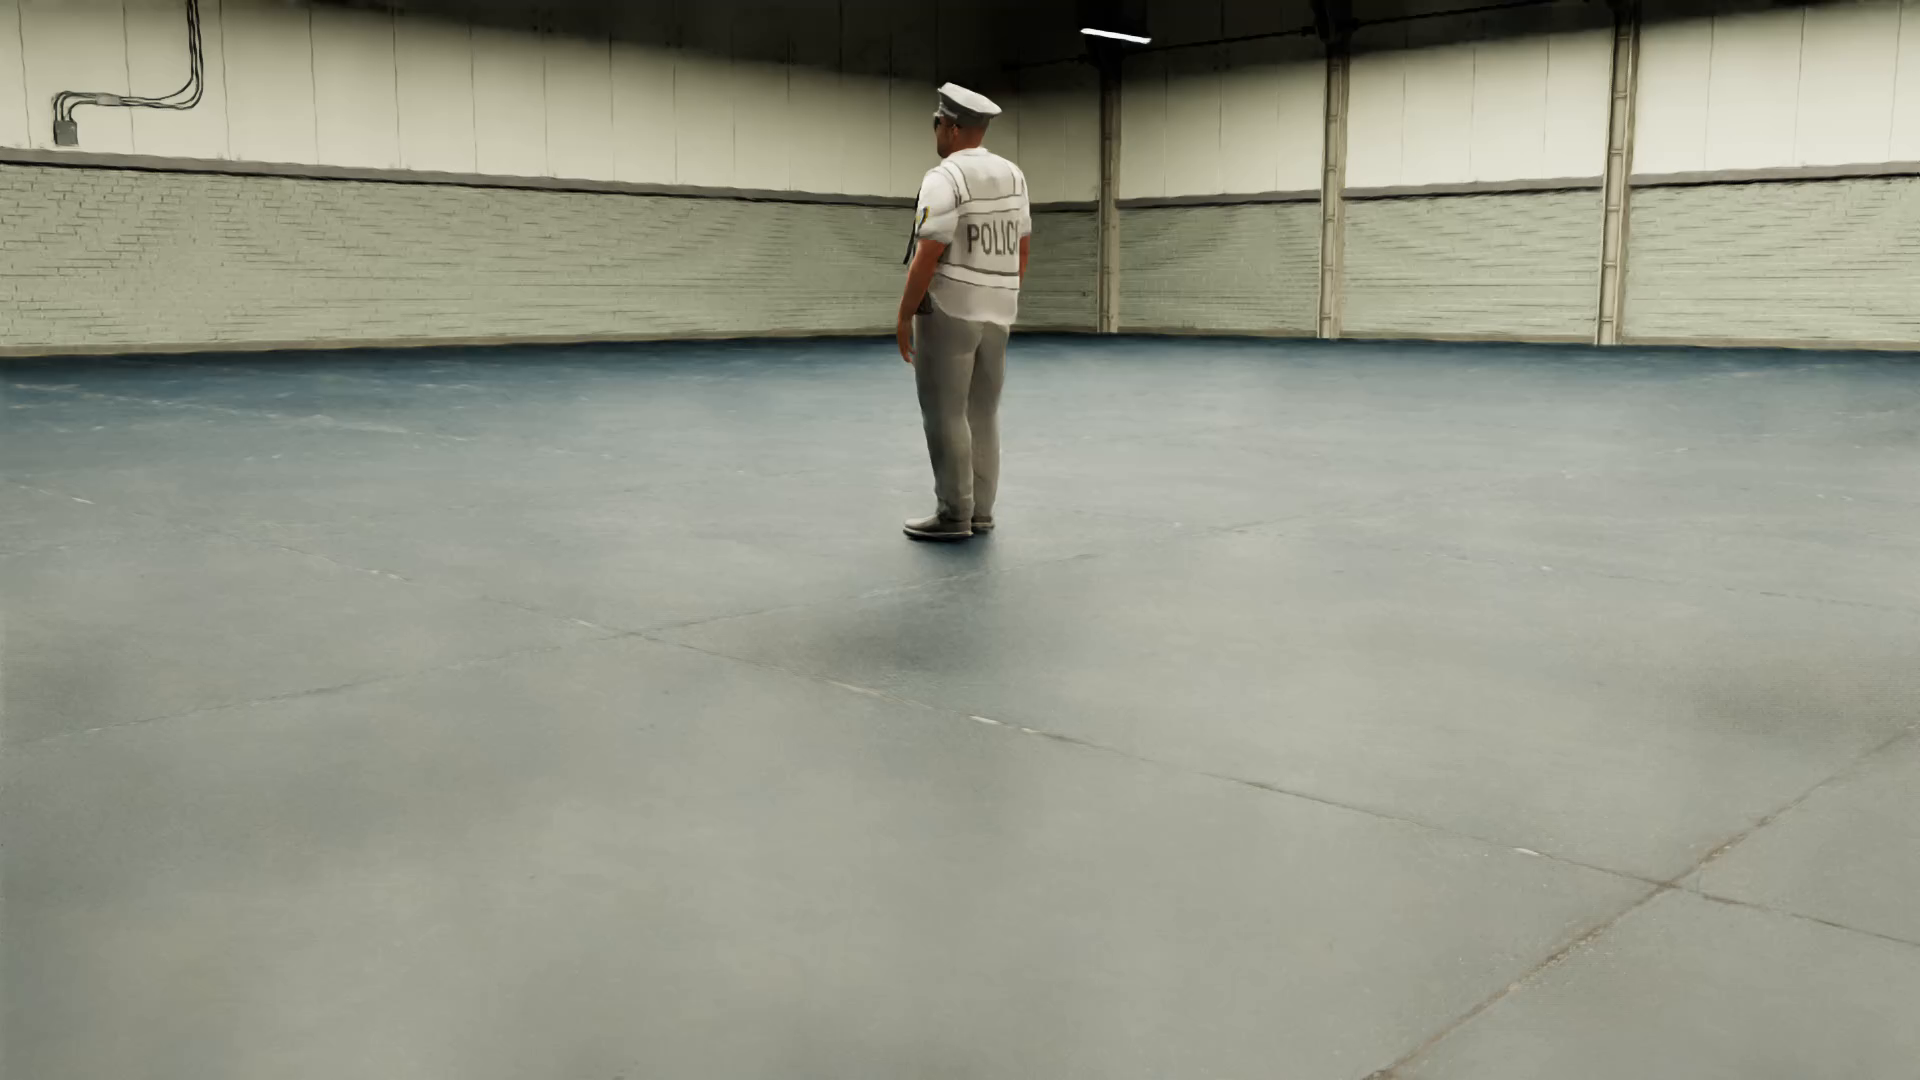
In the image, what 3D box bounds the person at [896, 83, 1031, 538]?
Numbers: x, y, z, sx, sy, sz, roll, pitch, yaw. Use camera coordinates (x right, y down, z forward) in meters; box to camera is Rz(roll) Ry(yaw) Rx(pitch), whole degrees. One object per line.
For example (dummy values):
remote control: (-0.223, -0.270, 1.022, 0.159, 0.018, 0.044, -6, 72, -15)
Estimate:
person: (-0.048, -0.898, 6.645, 0.574, 1.781, 0.640, 8, 12, 43)
